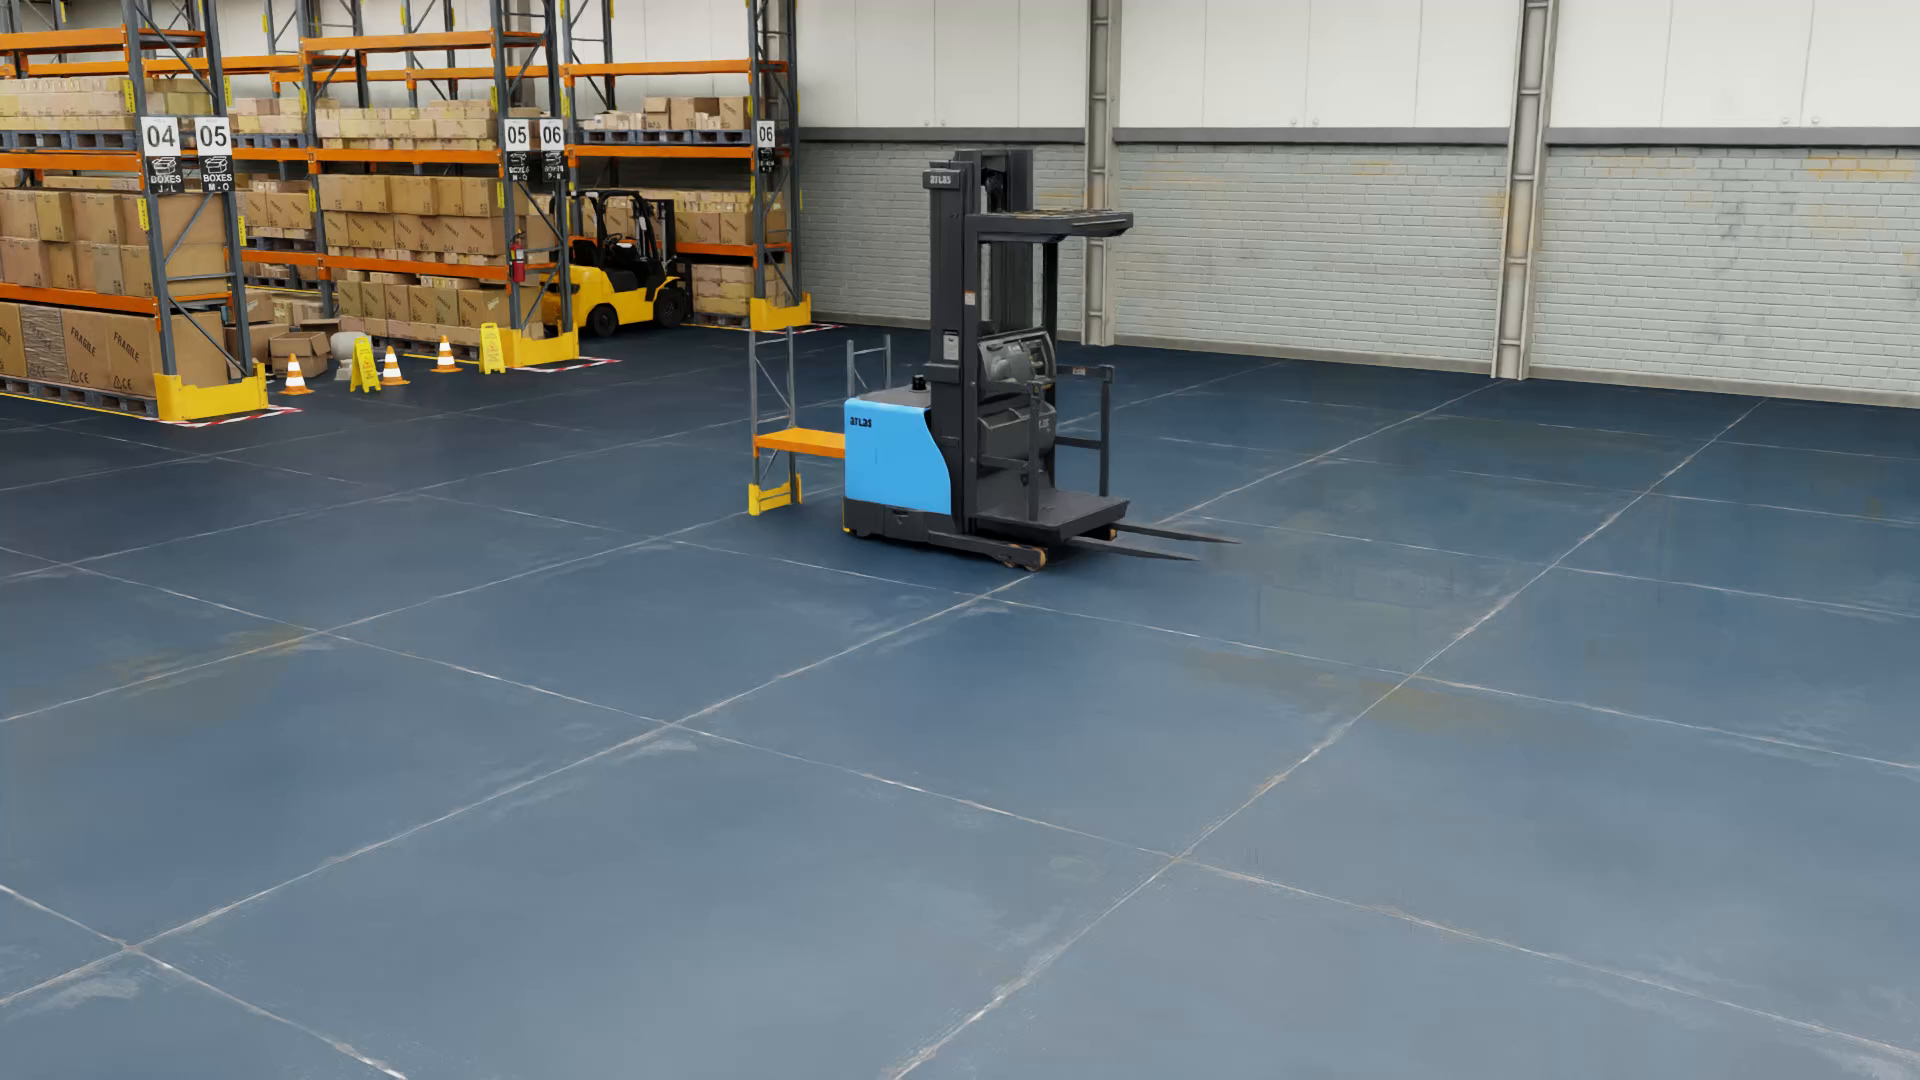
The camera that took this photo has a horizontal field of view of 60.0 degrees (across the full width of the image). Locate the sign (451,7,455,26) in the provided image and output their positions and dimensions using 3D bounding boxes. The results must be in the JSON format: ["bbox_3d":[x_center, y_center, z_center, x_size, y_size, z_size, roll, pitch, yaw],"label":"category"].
[{"bbox_3d":[-9.209,-9.490,30.161,0.005,0.325,0.100,9,17,33],"label":"sign"}]

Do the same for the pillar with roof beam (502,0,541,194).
[{"bbox_3d":[-10.333,-7.996,26.395,0.400,9.000,9.100,9,17,33],"label":"pillar with roof beam"}]

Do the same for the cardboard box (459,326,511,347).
[{"bbox_3d":[-6.485,-2.801,22.744,0.500,0.250,0.500,9,17,33],"label":"cardboard box"}]

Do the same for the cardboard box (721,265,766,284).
[{"bbox_3d":[-3.433,-4.218,26.388,0.500,0.250,0.500,10,17,35],"label":"cardboard box"}]

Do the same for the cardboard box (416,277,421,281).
[{"bbox_3d":[-7.900,-3.550,24.208,0.500,0.500,0.500,10,17,34],"label":"cardboard box"}]

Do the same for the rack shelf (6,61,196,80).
[{"bbox_3d":[-13.942,-7.584,27.061,4.000,0.370,1.077,9,17,33],"label":"rack shelf"}]

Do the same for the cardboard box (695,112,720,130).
[{"bbox_3d":[-3.945,-6.592,26.165,0.258,0.266,0.396,9,17,33],"label":"cardboard box"}]

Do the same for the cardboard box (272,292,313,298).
[{"bbox_3d":[-10.577,-3.597,25.706,0.625,0.372,0.950,10,17,35],"label":"cardboard box"}]

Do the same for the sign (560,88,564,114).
[{"bbox_3d":[-5.342,-5.862,22.202,0.005,0.325,0.100,9,17,33],"label":"sign"}]

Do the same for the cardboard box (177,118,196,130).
[{"bbox_3d":[-8.429,-4.570,18.239,0.250,0.149,0.380,9,17,33],"label":"cardboard box"}]

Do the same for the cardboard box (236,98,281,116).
[{"bbox_3d":[-10.375,-6.425,24.690,0.500,0.250,0.500,10,17,34],"label":"cardboard box"}]

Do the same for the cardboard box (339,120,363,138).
[{"bbox_3d":[-8.318,-5.757,23.288,0.500,0.250,0.500,9,17,32],"label":"cardboard box"}]

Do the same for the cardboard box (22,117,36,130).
[{"bbox_3d":[-10.268,-4.676,18.667,0.250,0.149,0.380,9,17,34],"label":"cardboard box"}]

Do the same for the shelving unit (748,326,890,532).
[{"bbox_3d":[-1.132,-0.922,13.428,1.083,1.500,0.587,10,17,34],"label":"shelving unit"}]

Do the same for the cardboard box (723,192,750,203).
[{"bbox_3d":[-3.514,-5.405,26.237,0.250,0.149,0.380,9,17,33],"label":"cardboard box"}]

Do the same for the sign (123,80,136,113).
[{"bbox_3d":[-8.638,-4.614,17.301,0.005,0.325,0.100,9,17,33],"label":"sign"}]

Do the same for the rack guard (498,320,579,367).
[{"bbox_3d":[-5.708,-2.671,22.572,0.348,0.500,1.175,9,17,33],"label":"rack guard"}]

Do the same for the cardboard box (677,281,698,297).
[{"bbox_3d":[-4.306,-4.113,27.005,0.500,0.250,0.500,9,16,32],"label":"cardboard box"}]

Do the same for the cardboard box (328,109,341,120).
[{"bbox_3d":[-8.652,-5.995,23.420,0.250,0.149,0.380,10,17,34],"label":"cardboard box"}]

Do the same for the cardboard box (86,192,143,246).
[{"bbox_3d":[-9.117,-3.583,18.496,0.550,0.550,0.875,9,17,33],"label":"cardboard box"}]

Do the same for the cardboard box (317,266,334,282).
[{"bbox_3d":[-12.111,-5.285,32.257,0.500,0.500,0.500,9,16,32],"label":"cardboard box"}]

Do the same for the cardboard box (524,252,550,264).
[{"bbox_3d":[-5.811,-3.839,22.611,0.250,0.149,0.380,9,17,33],"label":"cardboard box"}]

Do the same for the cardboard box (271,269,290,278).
[{"bbox_3d":[-13.461,-5.310,33.088,0.250,0.149,0.380,9,16,31],"label":"cardboard box"}]

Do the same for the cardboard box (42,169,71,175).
[{"bbox_3d":[-15.719,-6.426,28.901,0.250,0.149,0.380,9,16,32],"label":"cardboard box"}]

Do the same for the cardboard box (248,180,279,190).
[{"bbox_3d":[-10.768,-5.495,25.729,0.250,0.149,0.380,8,16,30],"label":"cardboard box"}]

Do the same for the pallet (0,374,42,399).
[{"bbox_3d":[-11.055,-1.939,20.215,1.213,0.211,1.003,9,17,33],"label":"pallet"}]

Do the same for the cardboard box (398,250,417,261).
[{"bbox_3d":[-7.600,-3.981,23.184,0.250,0.149,0.380,9,17,33],"label":"cardboard box"}]

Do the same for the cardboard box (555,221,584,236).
[{"bbox_3d":[-6.761,-5.343,28.477,0.500,0.250,0.500,10,17,34],"label":"cardboard box"}]

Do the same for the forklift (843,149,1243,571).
[{"bbox_3d":[0.593,-1.345,12.156,3.031,2.935,1.130,10,17,34],"label":"forklift"}]

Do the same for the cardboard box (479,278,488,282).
[{"bbox_3d":[-8.459,-4.816,30.102,0.625,0.625,0.875,10,17,35],"label":"cardboard box"}]

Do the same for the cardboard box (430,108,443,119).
[{"bbox_3d":[-6.885,-5.733,22.361,0.250,0.149,0.380,9,17,33],"label":"cardboard box"}]

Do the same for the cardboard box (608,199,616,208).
[{"bbox_3d":[-5.631,-5.605,27.665,0.250,0.149,0.380,9,17,33],"label":"cardboard box"}]

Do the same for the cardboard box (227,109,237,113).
[{"bbox_3d":[-14.230,-8.399,32.922,0.500,0.250,0.500,10,17,34],"label":"cardboard box"}]

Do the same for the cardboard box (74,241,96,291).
[{"bbox_3d":[-9.520,-3.156,19.020,0.550,0.550,0.875,9,17,33],"label":"cardboard box"}]

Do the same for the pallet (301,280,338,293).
[{"bbox_3d":[-12.139,-5.018,32.656,1.213,0.211,1.003,9,17,33],"label":"pallet"}]

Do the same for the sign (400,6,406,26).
[{"bbox_3d":[-9.810,-9.231,29.279,0.005,0.325,0.100,9,17,33],"label":"sign"}]

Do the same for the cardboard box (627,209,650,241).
[{"bbox_3d":[-5.112,-5.203,27.392,0.500,0.500,0.500,9,17,32],"label":"cardboard box"}]

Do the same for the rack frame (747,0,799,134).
[{"bbox_3d":[-2.877,-7.776,25.509,0.127,3.000,1.000,9,17,33],"label":"rack frame"}]

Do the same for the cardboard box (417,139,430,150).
[{"bbox_3d":[-7.144,-5.377,22.584,0.250,0.149,0.380,9,16,31],"label":"cardboard box"}]

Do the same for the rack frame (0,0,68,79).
[{"bbox_3d":[-15.602,-8.395,28.010,0.127,3.000,1.000,9,17,33],"label":"rack frame"}]

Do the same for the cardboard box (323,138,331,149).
[{"bbox_3d":[-8.840,-5.653,23.697,0.250,0.149,0.380,9,16,32],"label":"cardboard box"}]

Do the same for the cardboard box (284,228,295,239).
[{"bbox_3d":[-9.754,-4.545,24.590,0.250,0.149,0.380,9,16,31],"label":"cardboard box"}]

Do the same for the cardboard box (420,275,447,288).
[{"bbox_3d":[-7.221,-3.583,22.994,0.250,0.149,0.380,10,17,35],"label":"cardboard box"}]

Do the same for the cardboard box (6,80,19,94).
[{"bbox_3d":[-10.473,-5.096,18.707,0.250,0.149,0.380,9,17,33],"label":"cardboard box"}]

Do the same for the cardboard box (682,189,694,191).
[{"bbox_3d":[-4.526,-5.707,27.460,0.250,0.149,0.380,10,17,34],"label":"cardboard box"}]

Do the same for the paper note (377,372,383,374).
[{"bbox_3d":[-7.540,-2.163,21.496,0.142,0.019,0.148,3,14,14],"label":"paper note"}]

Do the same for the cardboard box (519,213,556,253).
[{"bbox_3d":[-5.883,-4.186,22.662,0.500,0.500,0.500,9,16,32],"label":"cardboard box"}]

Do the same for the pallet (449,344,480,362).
[{"bbox_3d":[-6.362,-2.646,23.075,1.213,0.211,1.003,9,17,33],"label":"pallet"}]

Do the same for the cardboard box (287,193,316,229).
[{"bbox_3d":[-9.475,-4.823,24.364,0.500,0.500,0.500,9,16,32],"label":"cardboard box"}]

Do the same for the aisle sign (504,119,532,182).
[{"bbox_3d":[-5.755,-5.070,21.650,0.004,0.787,0.394,9,17,33],"label":"aisle sign"}]

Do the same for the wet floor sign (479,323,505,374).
[{"bbox_3d":[-6.084,-2.492,21.548,0.267,0.644,0.232,-10,17,-35],"label":"wet floor sign"}]

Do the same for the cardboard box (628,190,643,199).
[{"bbox_3d":[-5.227,-5.673,27.319,0.250,0.149,0.380,9,16,32],"label":"cardboard box"}]

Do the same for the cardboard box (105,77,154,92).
[{"bbox_3d":[-8.792,-4.824,17.609,0.250,0.149,0.380,9,17,33],"label":"cardboard box"}]

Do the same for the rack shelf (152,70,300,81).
[{"bbox_3d":[-14.494,-9.303,33.181,4.000,0.370,1.077,9,17,33],"label":"rack shelf"}]

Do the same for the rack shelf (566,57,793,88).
[{"bbox_3d":[-4.537,-7.501,26.727,4.000,0.370,1.077,9,17,33],"label":"rack shelf"}]

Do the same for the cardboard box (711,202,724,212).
[{"bbox_3d":[-3.731,-5.293,26.407,0.250,0.149,0.380,10,17,34],"label":"cardboard box"}]

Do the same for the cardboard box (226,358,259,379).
[{"bbox_3d":[-9.188,-2.219,21.236,0.258,0.266,0.396,13,19,42],"label":"cardboard box"}]
